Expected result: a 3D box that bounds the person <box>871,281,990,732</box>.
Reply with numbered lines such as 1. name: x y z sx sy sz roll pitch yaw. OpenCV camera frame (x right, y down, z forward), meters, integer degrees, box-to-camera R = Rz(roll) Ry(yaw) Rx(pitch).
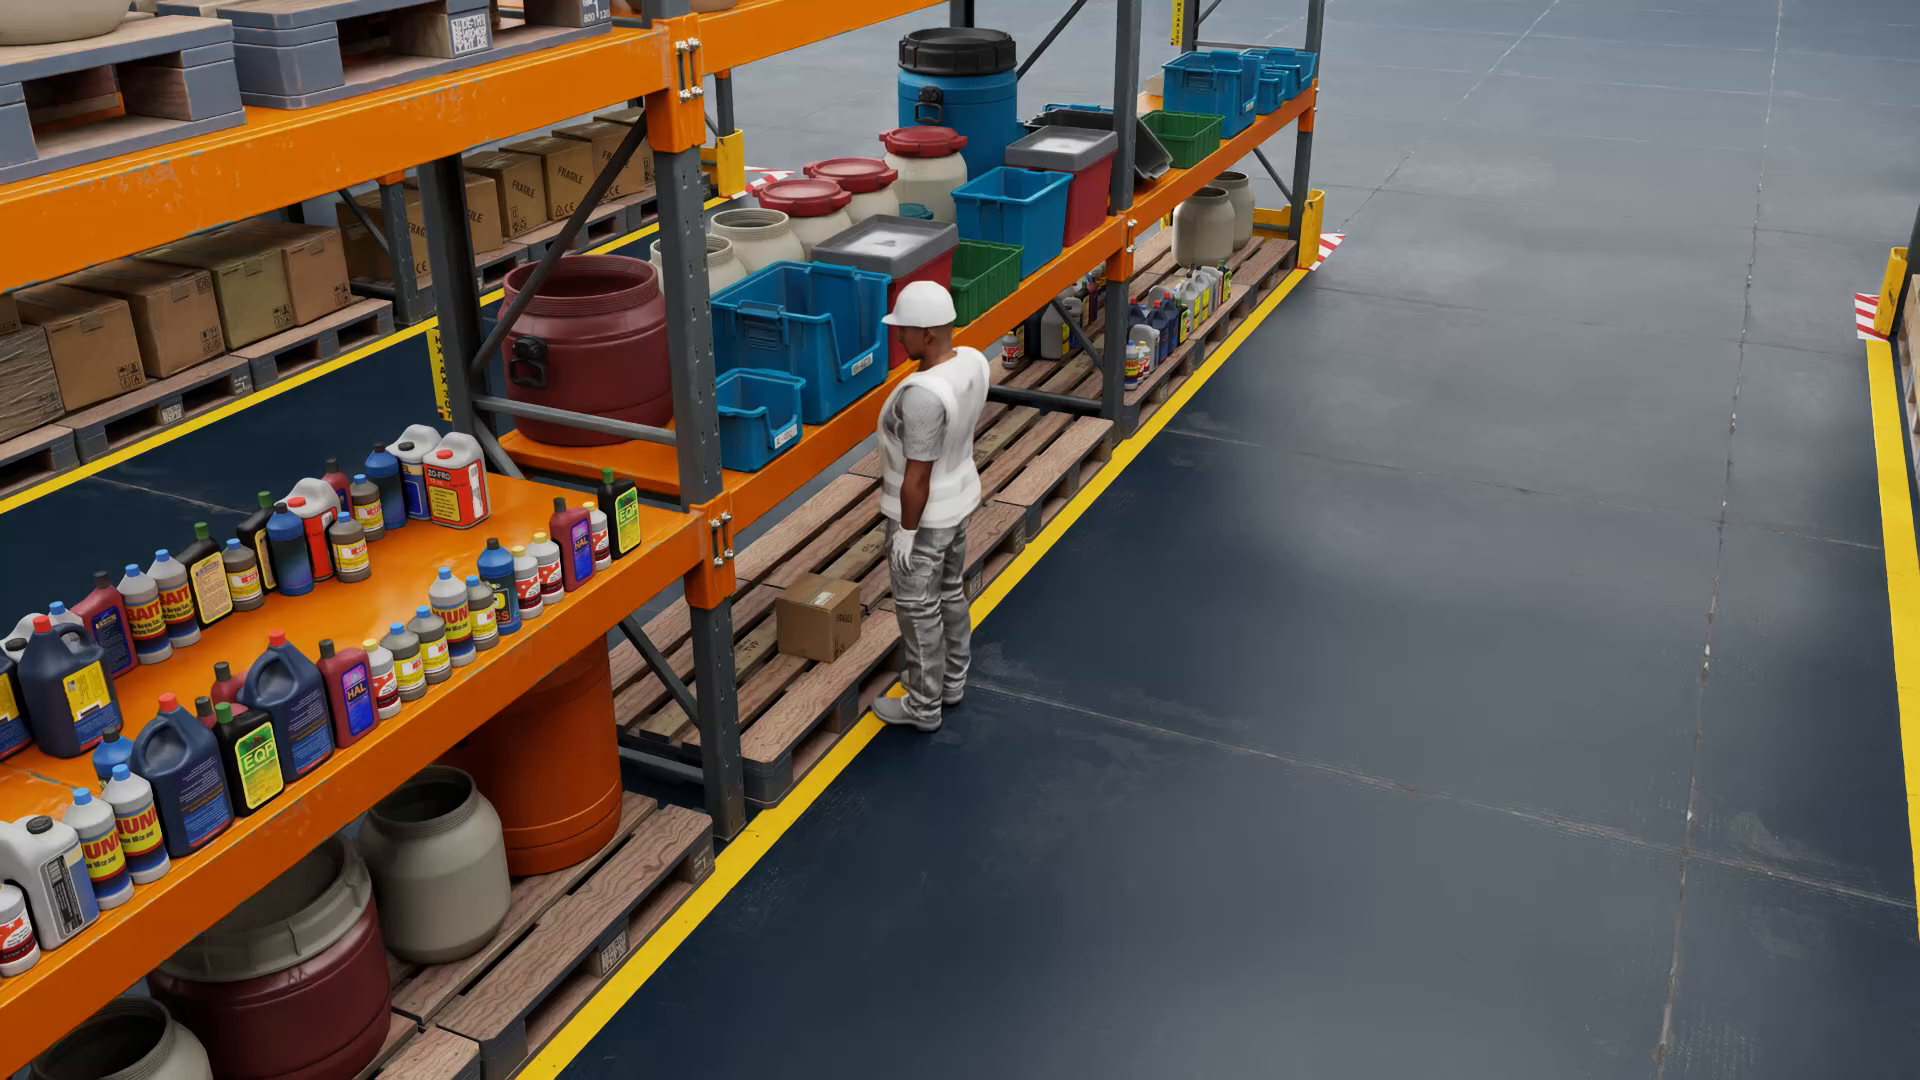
1. person: -0.136 -0.115 6.292 0.404 1.789 0.561 11 28 22
